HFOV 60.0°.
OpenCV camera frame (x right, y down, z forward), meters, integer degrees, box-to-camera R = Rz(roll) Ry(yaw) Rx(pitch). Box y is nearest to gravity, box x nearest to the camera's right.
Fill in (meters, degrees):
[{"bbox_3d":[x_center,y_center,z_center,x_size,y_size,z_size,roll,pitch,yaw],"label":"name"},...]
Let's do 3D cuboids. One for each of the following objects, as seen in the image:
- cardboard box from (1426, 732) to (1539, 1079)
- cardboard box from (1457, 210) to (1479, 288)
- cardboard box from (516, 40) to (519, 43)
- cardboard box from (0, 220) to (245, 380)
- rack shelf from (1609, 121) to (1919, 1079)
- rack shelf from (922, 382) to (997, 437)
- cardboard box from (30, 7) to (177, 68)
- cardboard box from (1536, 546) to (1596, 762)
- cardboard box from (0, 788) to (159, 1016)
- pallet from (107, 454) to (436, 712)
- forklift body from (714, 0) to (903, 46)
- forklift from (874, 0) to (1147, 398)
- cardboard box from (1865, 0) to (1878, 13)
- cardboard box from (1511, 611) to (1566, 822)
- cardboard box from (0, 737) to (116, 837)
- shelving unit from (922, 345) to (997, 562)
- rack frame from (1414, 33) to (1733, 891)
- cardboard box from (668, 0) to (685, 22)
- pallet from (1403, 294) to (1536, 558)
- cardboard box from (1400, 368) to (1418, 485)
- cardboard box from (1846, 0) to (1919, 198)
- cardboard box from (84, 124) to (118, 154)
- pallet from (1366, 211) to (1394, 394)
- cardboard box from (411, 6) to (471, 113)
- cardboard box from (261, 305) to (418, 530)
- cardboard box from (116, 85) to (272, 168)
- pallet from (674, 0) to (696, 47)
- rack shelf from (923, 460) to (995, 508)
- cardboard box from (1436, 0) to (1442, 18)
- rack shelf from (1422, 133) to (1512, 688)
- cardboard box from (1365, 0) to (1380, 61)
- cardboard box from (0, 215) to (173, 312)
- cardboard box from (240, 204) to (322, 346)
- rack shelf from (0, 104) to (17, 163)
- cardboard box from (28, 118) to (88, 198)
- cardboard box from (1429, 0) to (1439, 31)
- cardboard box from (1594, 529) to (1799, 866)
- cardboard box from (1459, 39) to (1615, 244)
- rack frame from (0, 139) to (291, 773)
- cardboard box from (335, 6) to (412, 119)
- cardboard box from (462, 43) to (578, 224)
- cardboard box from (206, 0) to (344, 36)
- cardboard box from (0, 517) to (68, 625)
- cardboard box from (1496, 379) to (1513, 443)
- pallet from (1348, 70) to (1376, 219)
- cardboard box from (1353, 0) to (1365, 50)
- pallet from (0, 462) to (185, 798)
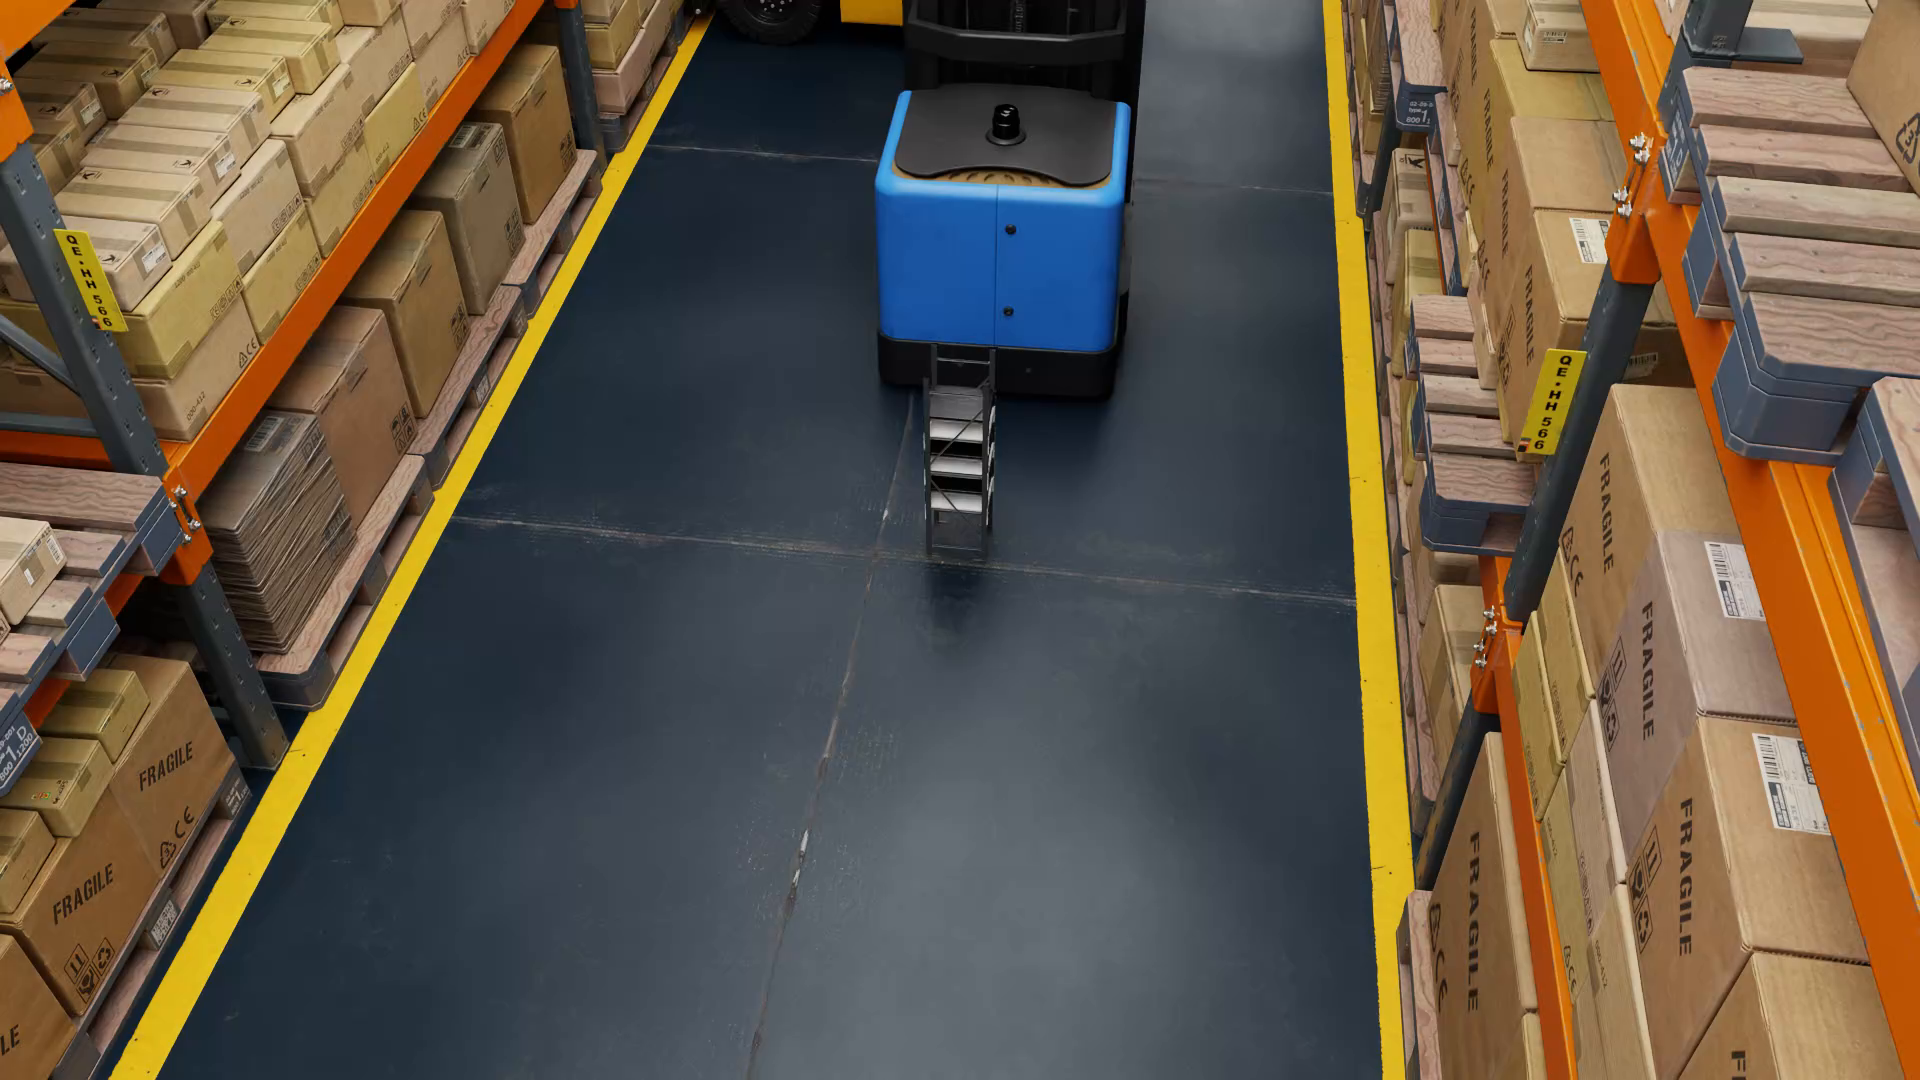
[{"bbox_3d":[1.841,1.176,4.566,0.875,0.875,0.875,5,44,5],"label":"cardboard box"},{"bbox_3d":[1.841,-0.937,5.435,0.380,0.149,0.250,6,44,6],"label":"cardboard box"},{"bbox_3d":[-2.516,-2.767,8.821,0.500,0.250,0.500,4,44,5],"label":"cardboard box"},{"bbox_3d":[-2.580,-0.760,5.116,0.500,0.250,0.500,5,44,5],"label":"cardboard box"},{"bbox_3d":[1.751,0.629,2.245,1.077,0.370,4.000,5,44,6],"label":"rack shelf"},{"bbox_3d":[-0.001,-0.493,6.272,0.258,0.077,0.200,5,44,6],"label":"rack shelf"},{"bbox_3d":[-3.019,-1.748,5.870,0.380,0.149,0.250,5,44,5],"label":"cardboard box"},{"bbox_3d":[1.703,0.290,4.008,0.500,0.250,0.500,5,44,5],"label":"cardboard box"},{"bbox_3d":[-2.825,1.049,4.974,0.500,0.500,0.500,5,44,5],"label":"cardboard box"},{"bbox_3d":[-2.758,0.101,6.490,1.003,0.211,1.213,5,44,6],"label":"pallet"},{"bbox_3d":[-0.290,-4.040,9.453,2.313,2.155,1.214,5,44,6],"label":"forklift body"},{"bbox_3d":[0.314,-2.704,7.474,1.130,2.935,3.031,4,44,5],"label":"forklift"},{"bbox_3d":[2.225,-1.103,3.734,0.380,0.149,0.250,5,44,6],"label":"cardboard box"},{"bbox_3d":[1.701,0.459,4.192,0.500,0.250,0.500,5,44,5],"label":"cardboard box"},{"bbox_3d":[-2.725,0.714,4.856,0.380,0.149,0.250,3,44,3],"label":"cardboard box"},{"bbox_3d":[-0.001,-0.321,6.435,0.258,0.900,0.210,5,44,6],"label":"shelving unit"},{"bbox_3d":[2.015,0.094,4.469,1.000,3.000,0.127,5,44,6],"label":"rack frame"},{"bbox_3d":[-1.880,-3.233,9.677,0.500,0.250,0.500,6,44,6],"label":"cardboard box"},{"bbox_3d":[2.004,-0.332,5.058,1.213,0.211,1.003,5,44,6],"label":"pallet"},{"bbox_3d":[2.295,-0.508,6.711,0.950,0.372,0.625,7,44,7],"label":"cardboard box"},{"bbox_3d":[2.115,-0.914,2.972,0.797,0.503,0.637,3,44,3],"label":"cardboard box"},{"bbox_3d":[-3.056,-1.162,5.541,0.500,0.250,0.500,6,44,6],"label":"cardboard box"},{"bbox_3d":[2.442,-1.089,7.746,1.003,0.211,1.213,5,44,6],"label":"pallet"},{"bbox_3d":[-2.341,-1.980,6.769,0.500,0.250,0.500,5,44,6],"label":"cardboard box"},{"bbox_3d":[-2.731,-0.515,6.534,0.875,0.625,0.625,7,44,7],"label":"cardboard box"},{"bbox_3d":[-2.507,-1.356,5.456,0.380,0.149,0.250,6,44,6],"label":"cardboard box"},{"bbox_3d":[-2.071,-3.440,10.229,1.003,0.211,1.213,5,44,6],"label":"pallet"},{"bbox_3d":[-0.001,-0.232,6.520,0.258,0.077,0.200,5,44,6],"label":"rack shelf"},{"bbox_3d":[2.132,-2.294,6.396,0.500,0.500,0.500,5,44,6],"label":"cardboard box"},{"bbox_3d":[2.279,-1.008,6.156,1.077,0.370,4.000,5,44,6],"label":"rack shelf"},{"bbox_3d":[2.421,-2.833,8.709,0.500,0.500,0.500,6,44,6],"label":"cardboard box"},{"bbox_3d":[-2.572,-0.817,4.886,0.380,0.149,0.250,6,44,7],"label":"cardboard box"},{"bbox_3d":[-2.533,-0.923,5.652,0.500,0.250,0.500,4,44,5],"label":"cardboard box"},{"bbox_3d":[-3.170,0.181,2.719,1.077,0.370,4.000,5,44,6],"label":"rack shelf"},{"bbox_3d":[-3.045,-1.226,5.319,0.380,0.149,0.250,5,44,5],"label":"cardboard box"},{"bbox_3d":[2.116,-2.176,6.744,0.380,0.149,0.250,6,44,6],"label":"cardboard box"},{"bbox_3d":[1.651,0.348,3.401,0.500,0.500,0.500,5,44,6],"label":"cardboard box"},{"bbox_3d":[1.923,-1.235,5.278,0.500,0.500,0.500,3,43,3],"label":"cardboard box"},{"bbox_3d":[-2.906,-0.355,4.943,1.000,3.000,0.127,5,44,6],"label":"rack frame"},{"bbox_3d":[-2.408,-1.808,6.224,0.500,0.250,0.500,6,44,6],"label":"cardboard box"},{"bbox_3d":[-2.435,-2.014,8.117,0.875,0.625,0.625,7,44,7],"label":"cardboard box"},{"bbox_3d":[-2.473,-1.883,6.013,0.380,0.149,0.250,5,44,6],"label":"cardboard box"},{"bbox_3d":[-2.612,0.067,4.375,0.380,0.149,0.250,6,44,6],"label":"cardboard box"},{"bbox_3d":[1.789,-0.401,4.869,0.380,0.149,0.250,6,44,6],"label":"cardboard box"},{"bbox_3d":[2.598,-2.080,8.794,1.003,0.211,1.213,5,44,6],"label":"pallet"},{"bbox_3d":[2.488,-2.923,9.350,0.500,0.250,0.500,6,44,6],"label":"cardboard box"},{"bbox_3d":[-2.926,0.183,4.514,1.213,0.211,1.003,5,44,6],"label":"pallet"}]
